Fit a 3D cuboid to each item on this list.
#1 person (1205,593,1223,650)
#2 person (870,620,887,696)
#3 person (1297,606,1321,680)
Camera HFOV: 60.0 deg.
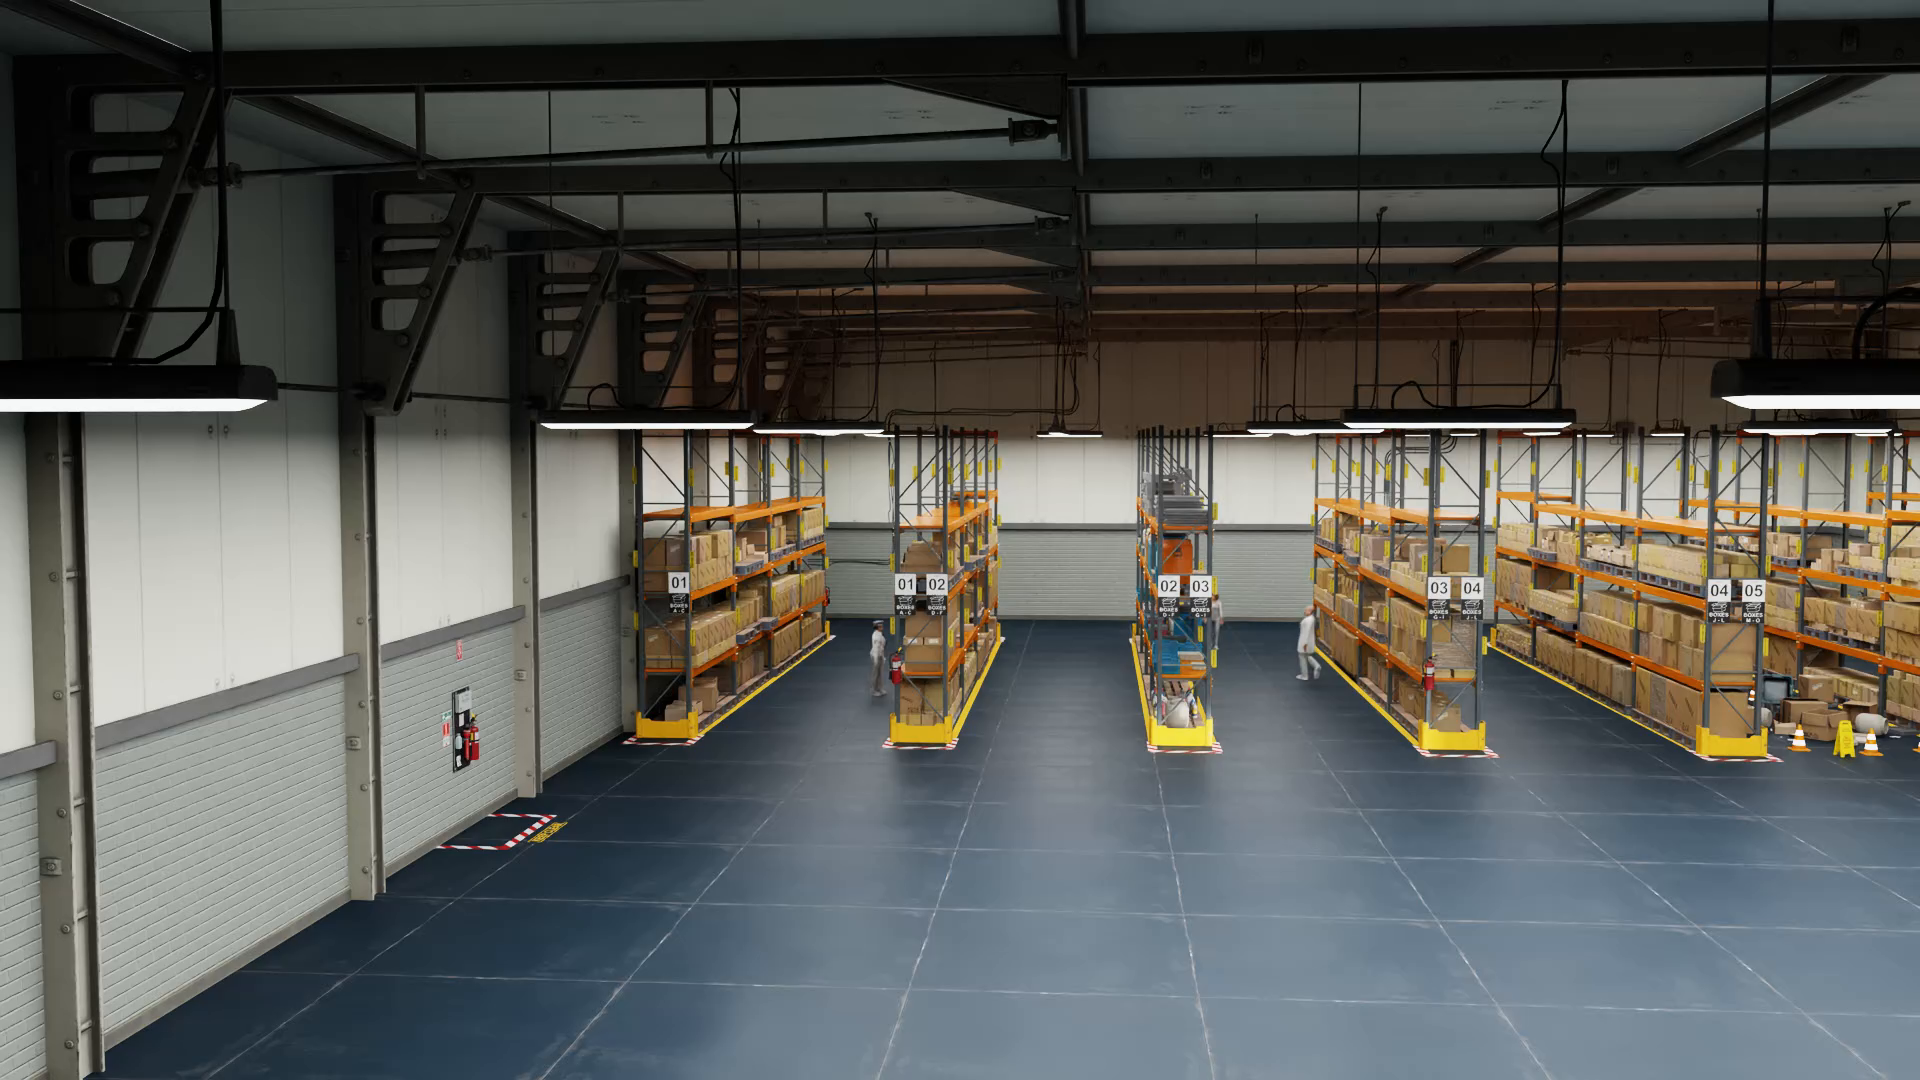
[{"bbox_3d":[6.965,2.198,45.615,0.501,1.553,0.805,0,3,3],"label":"person"},{"bbox_3d":[-1.837,2.640,37.346,0.362,1.684,0.504,1,4,13],"label":"person"},{"bbox_3d":[8.297,2.444,39.512,0.528,1.768,0.658,-2,4,-34],"label":"person"}]
